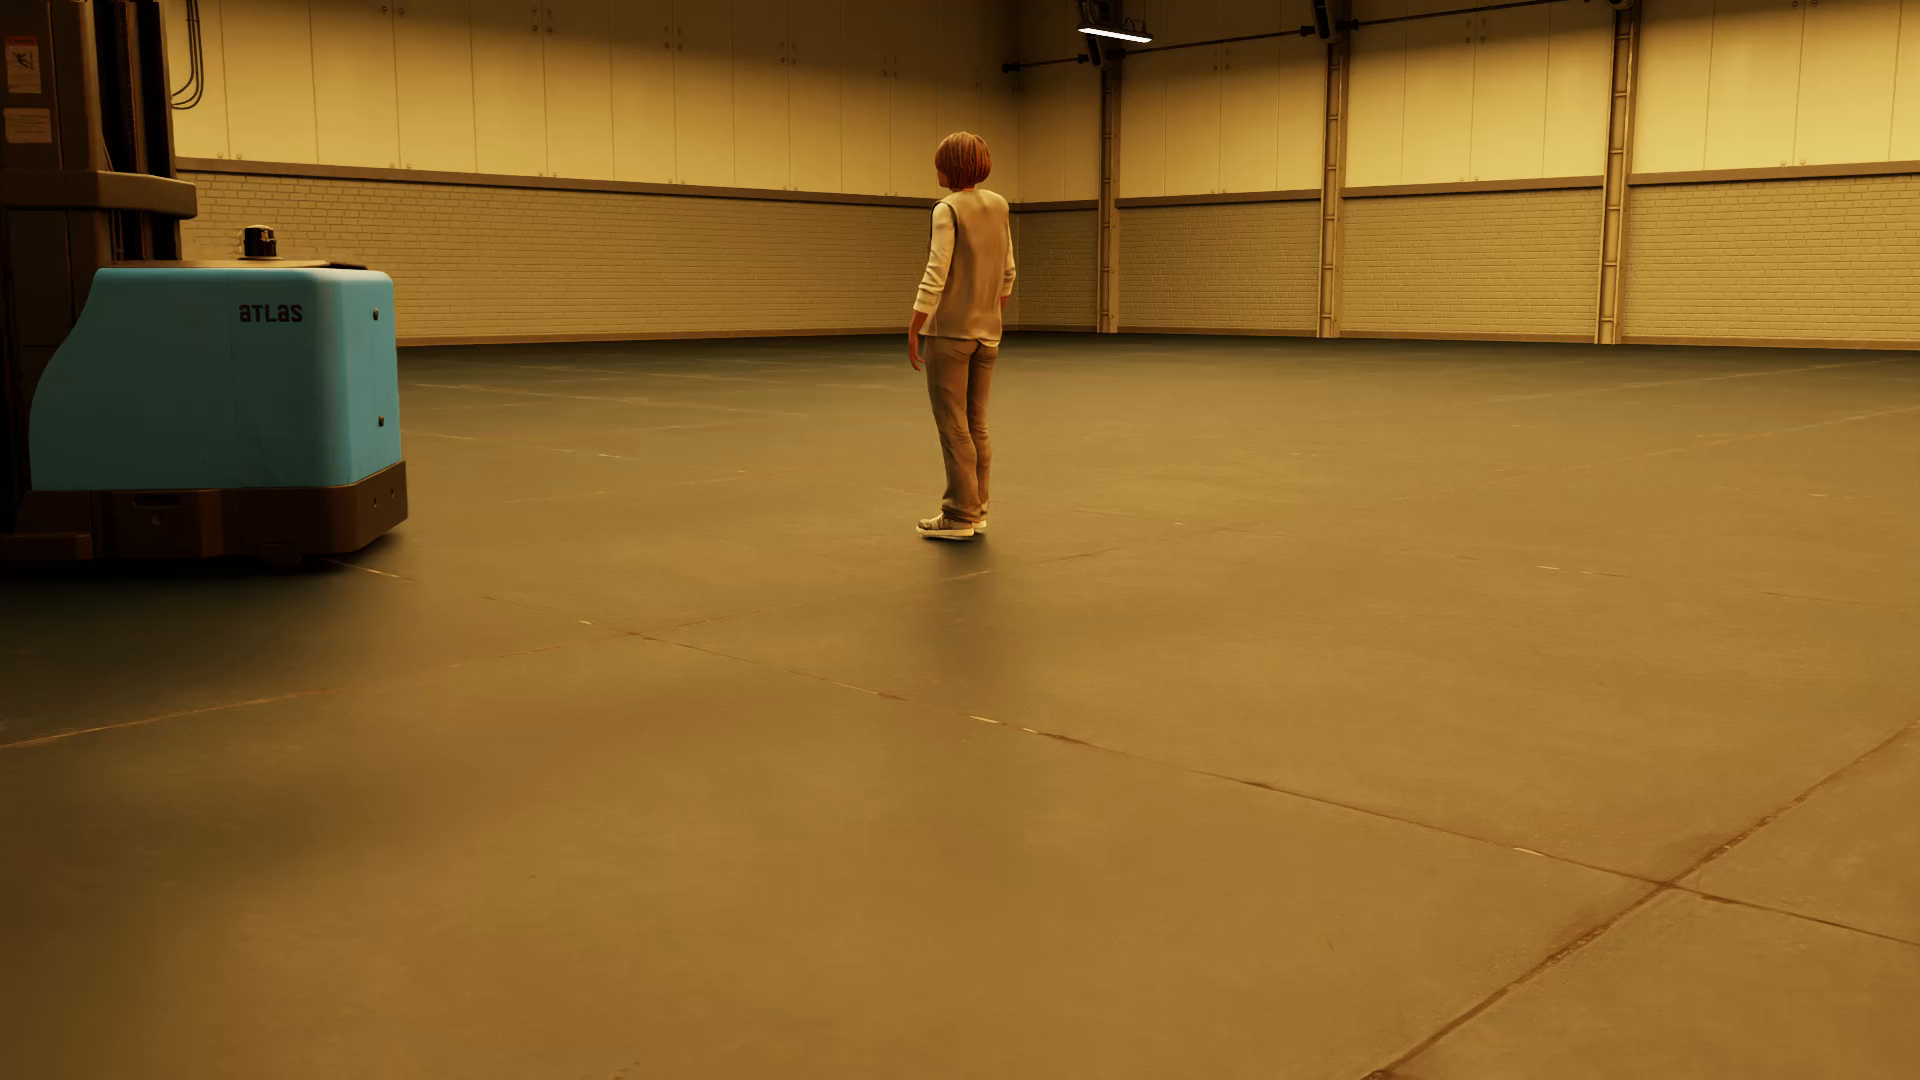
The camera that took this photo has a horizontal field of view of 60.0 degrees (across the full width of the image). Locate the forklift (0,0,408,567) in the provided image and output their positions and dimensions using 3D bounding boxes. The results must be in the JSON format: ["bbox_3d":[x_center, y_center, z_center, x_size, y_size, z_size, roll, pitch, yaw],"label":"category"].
[{"bbox_3d":[-3.722,-1.379,6.031,3.031,2.935,1.130,-1,9,-7],"label":"forklift"}]

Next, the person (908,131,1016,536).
[{"bbox_3d":[-0.043,-0.806,6.658,0.475,1.596,0.521,8,12,43],"label":"person"}]
